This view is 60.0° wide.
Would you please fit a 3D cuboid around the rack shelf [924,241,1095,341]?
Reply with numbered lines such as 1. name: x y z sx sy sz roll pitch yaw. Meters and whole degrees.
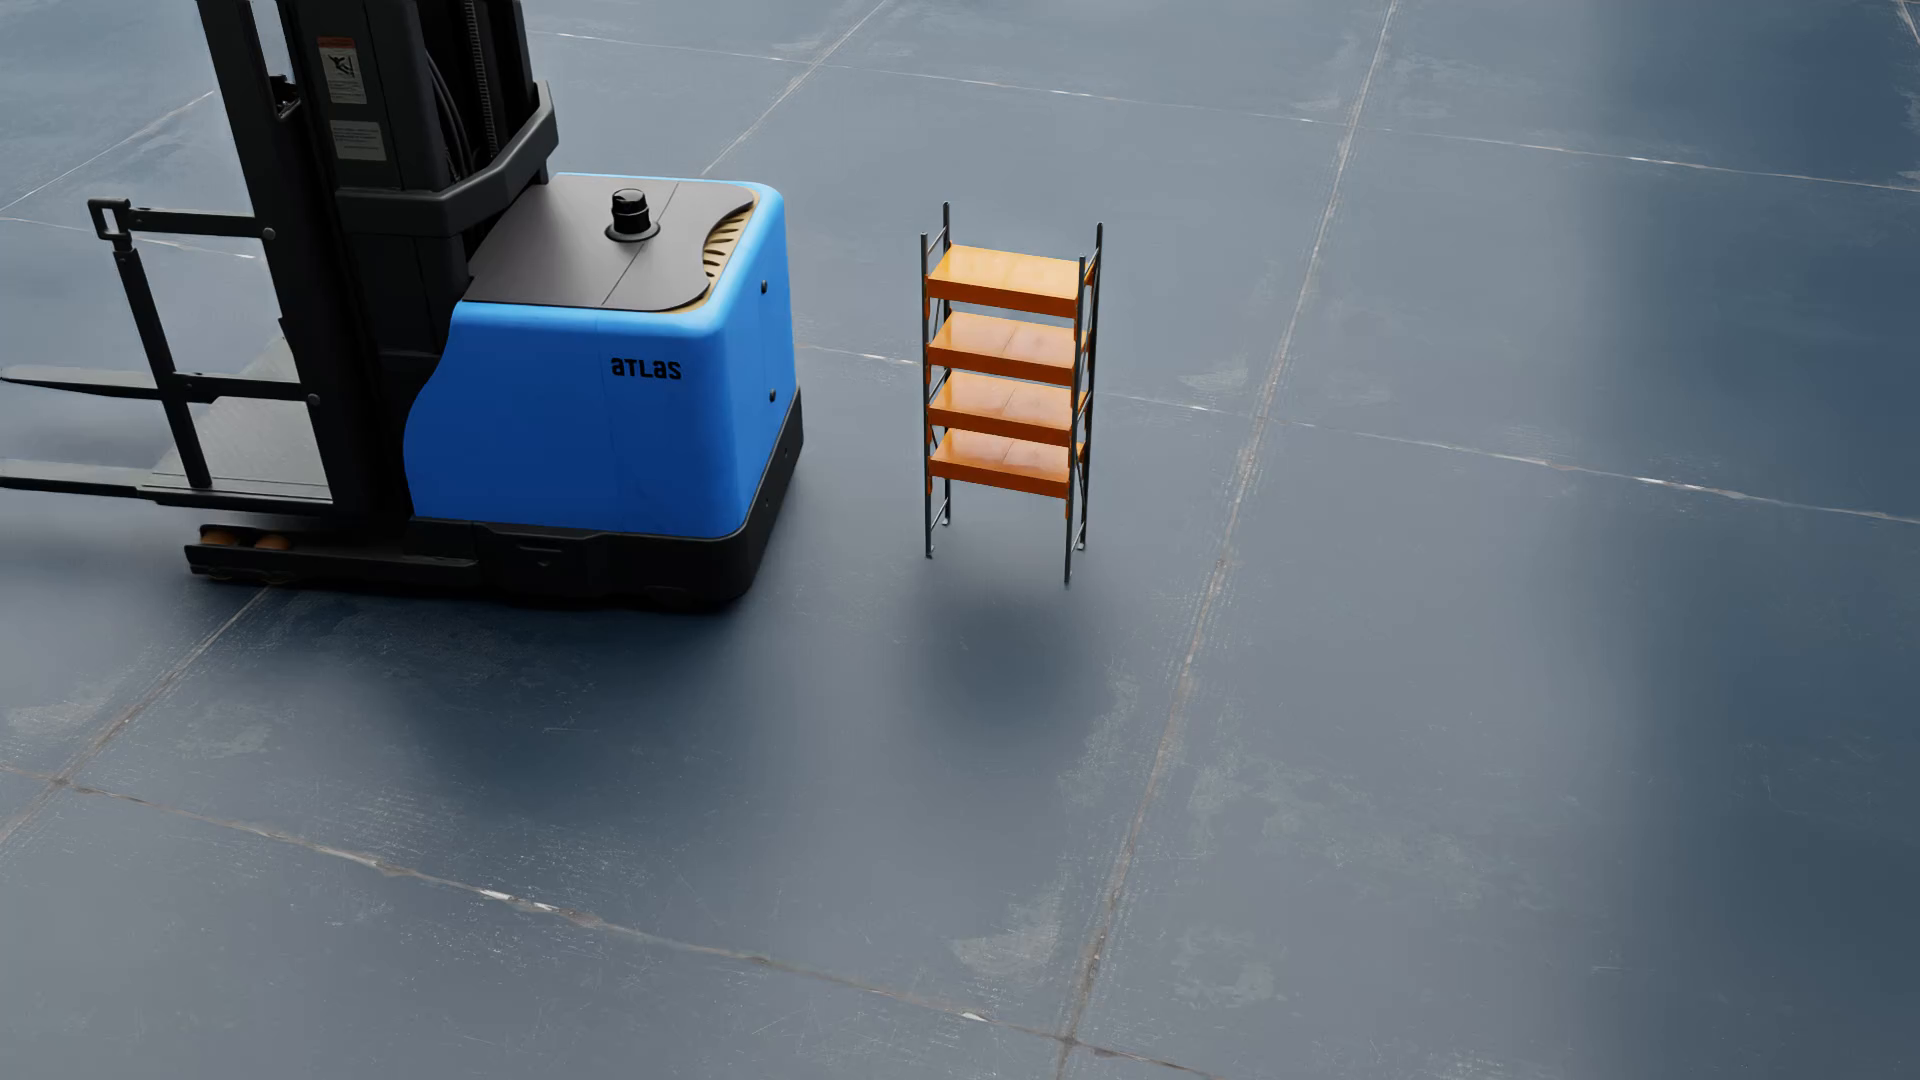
1. rack shelf: 0.158 -0.770 5.122 0.480 0.148 0.258 10 38 14

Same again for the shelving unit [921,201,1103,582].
1. shelving unit: 0.158 -0.454 5.355 0.503 1.200 0.258 10 38 14

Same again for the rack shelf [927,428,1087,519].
1. rack shelf: 0.158 -0.240 5.512 0.480 0.148 0.258 10 38 14

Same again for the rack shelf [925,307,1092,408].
1. rack shelf: 0.158 -0.580 5.262 0.480 0.148 0.258 10 38 14

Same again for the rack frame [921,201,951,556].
1. rack frame: -0.075 -0.497 5.413 0.015 1.200 0.240 10 38 14

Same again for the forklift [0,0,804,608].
1. forklift: -2.131 -1.339 5.096 3.031 2.935 1.130 4 37 6

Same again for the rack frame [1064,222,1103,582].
1. rack frame: 0.391 -0.411 5.296 0.015 1.200 0.240 10 38 14

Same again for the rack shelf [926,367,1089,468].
1. rack shelf: 0.158 -0.400 5.394 0.480 0.148 0.258 10 38 14
